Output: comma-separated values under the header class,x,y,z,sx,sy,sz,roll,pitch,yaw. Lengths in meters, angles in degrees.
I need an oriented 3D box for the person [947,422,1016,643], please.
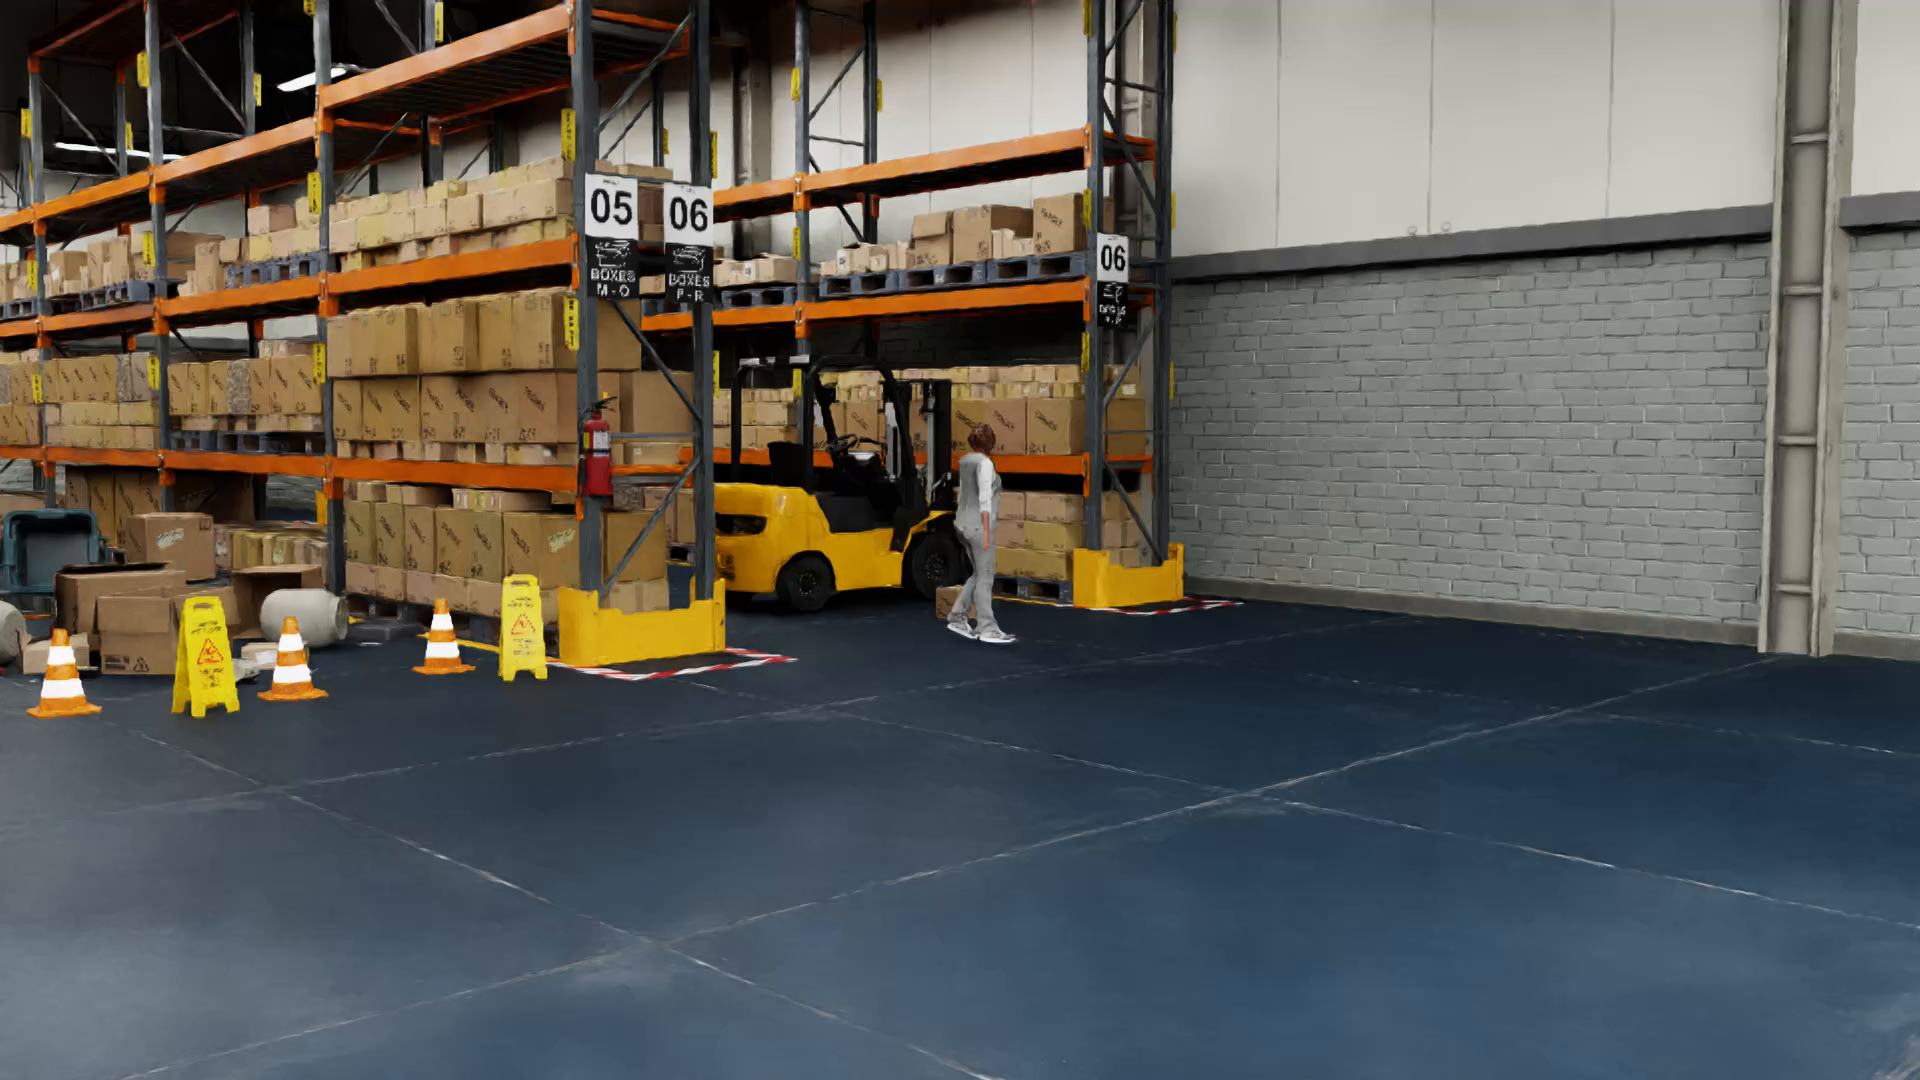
class,x,y,z,sx,sy,sz,roll,pitch,yaw
person,0.129,-0.055,12.116,0.440,1.589,0.485,-2,5,-25
